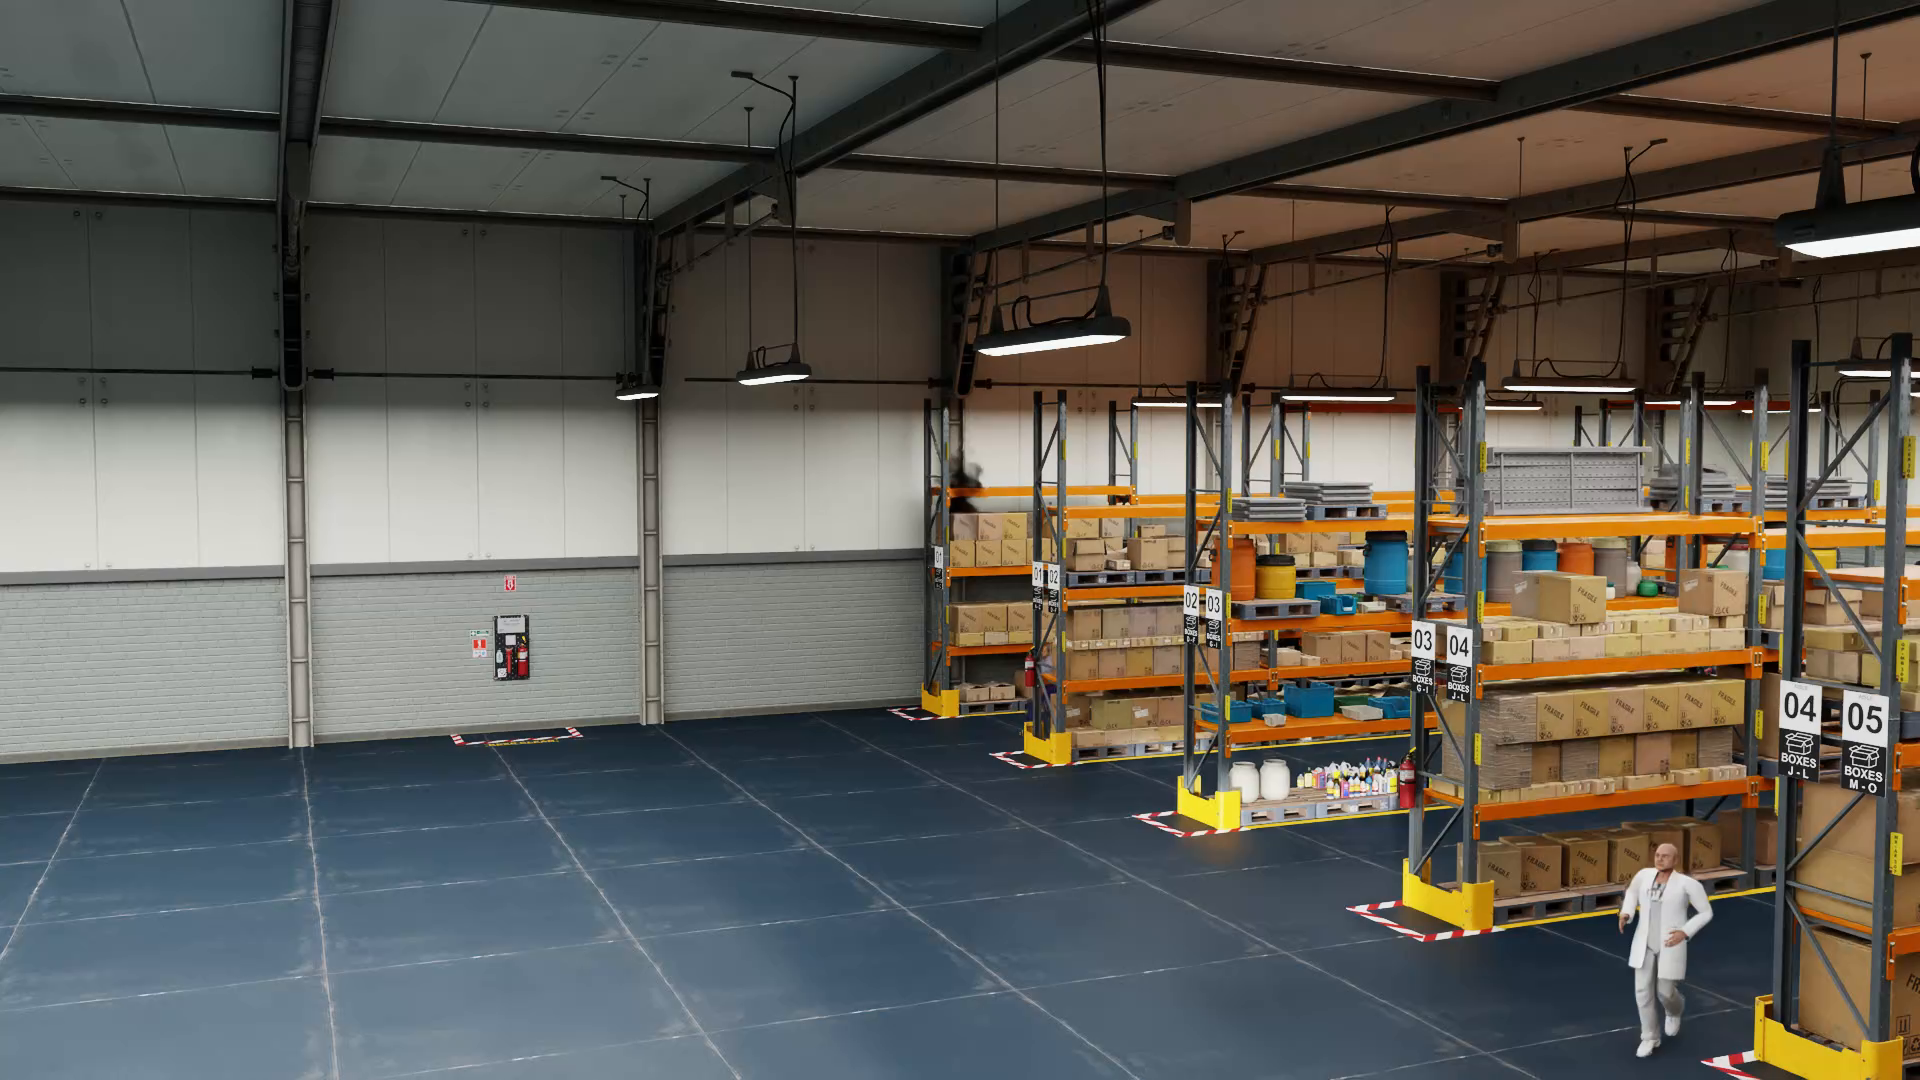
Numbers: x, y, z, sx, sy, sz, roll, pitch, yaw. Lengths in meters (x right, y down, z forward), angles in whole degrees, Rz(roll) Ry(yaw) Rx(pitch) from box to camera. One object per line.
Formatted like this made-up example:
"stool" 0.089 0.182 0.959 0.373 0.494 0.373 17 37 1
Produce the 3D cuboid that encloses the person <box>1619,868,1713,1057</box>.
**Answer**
"person" 16.987 2.595 17.637 21.723 3.127 10.391 -3 5 -42

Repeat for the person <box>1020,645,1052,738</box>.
"person" 1.525 2.642 29.094 0.903 1.647 0.636 -2 4 -30
